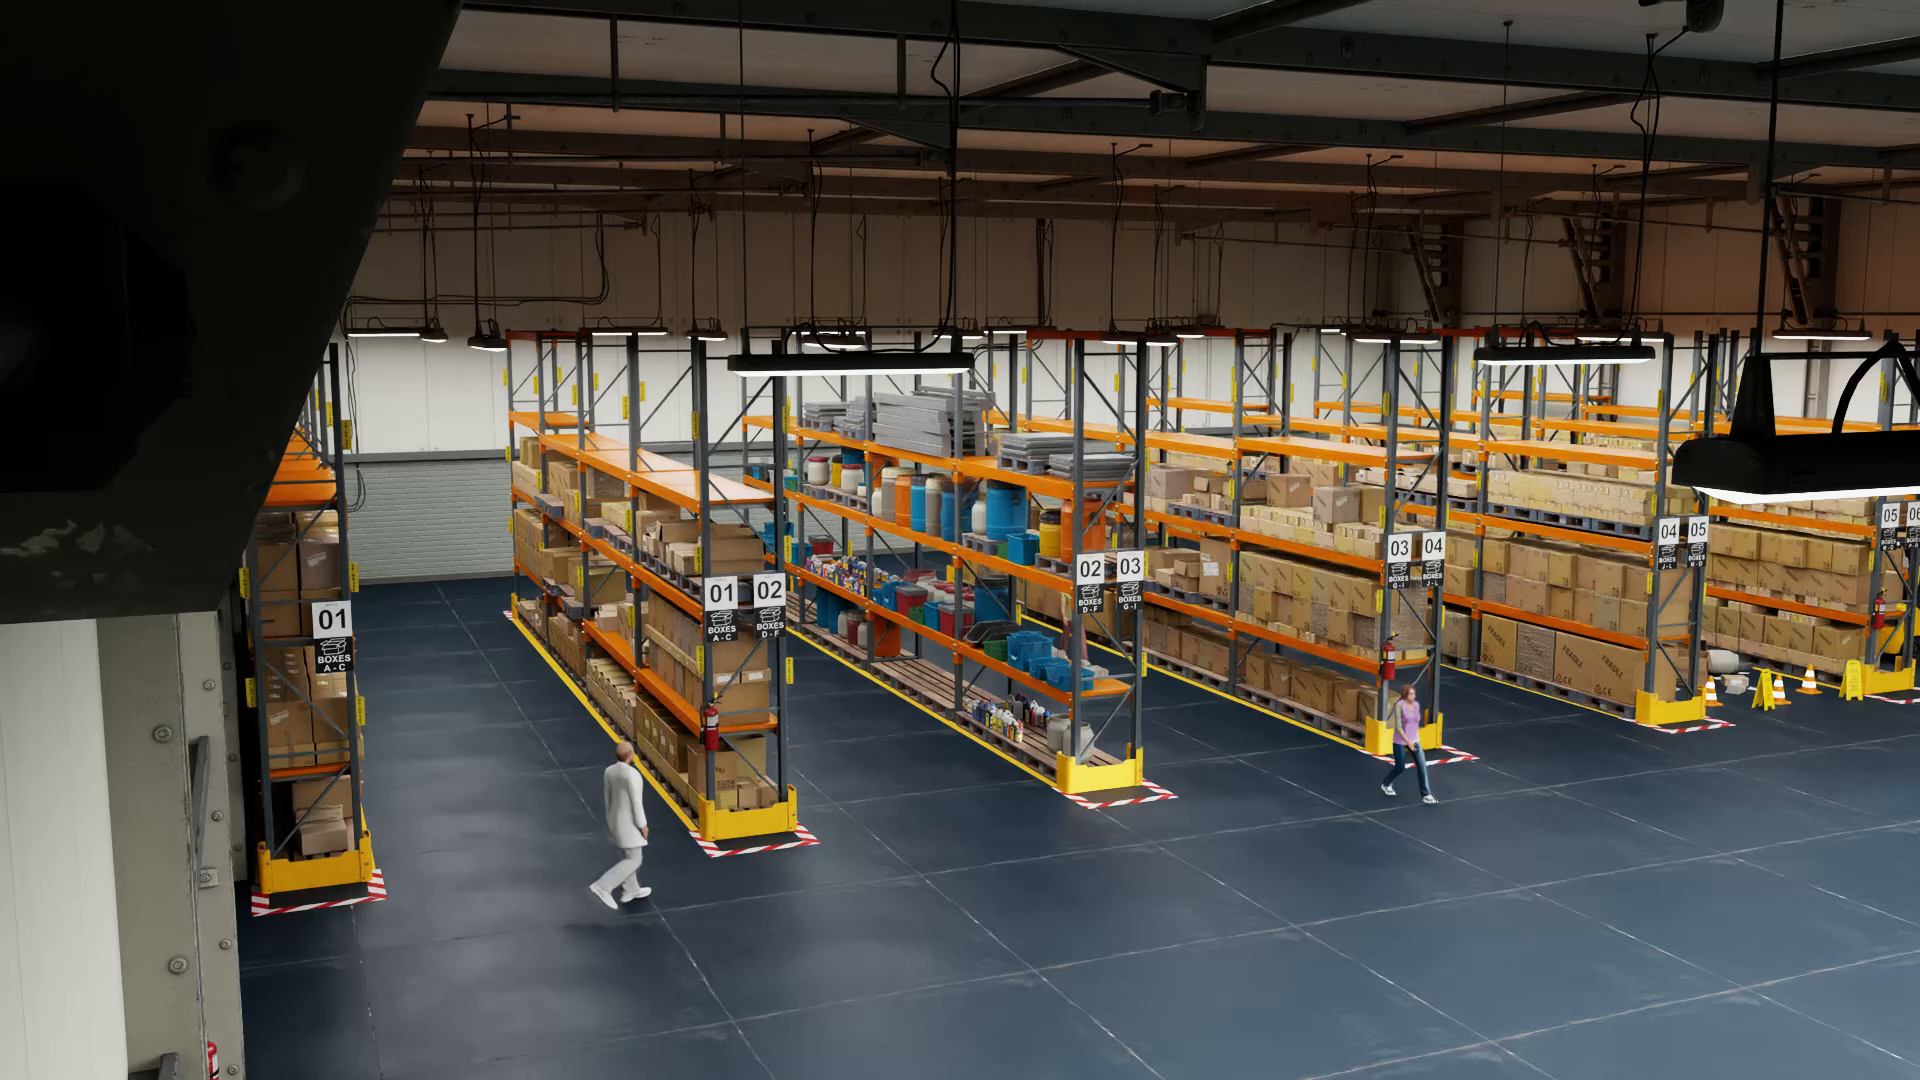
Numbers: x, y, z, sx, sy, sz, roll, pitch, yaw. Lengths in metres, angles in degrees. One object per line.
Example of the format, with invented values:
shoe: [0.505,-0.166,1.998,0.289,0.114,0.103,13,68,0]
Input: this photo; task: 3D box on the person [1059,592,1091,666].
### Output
person: [2.069,1.424,30.096,0.515,1.604,1.060,-3,8,-20]

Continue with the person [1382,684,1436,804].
person: [5.861,2.627,21.661,0.488,1.550,0.740,-2,8,-12]

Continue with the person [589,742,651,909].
person: [-3.630,3.036,17.732,0.810,1.770,0.592,-7,10,-40]
